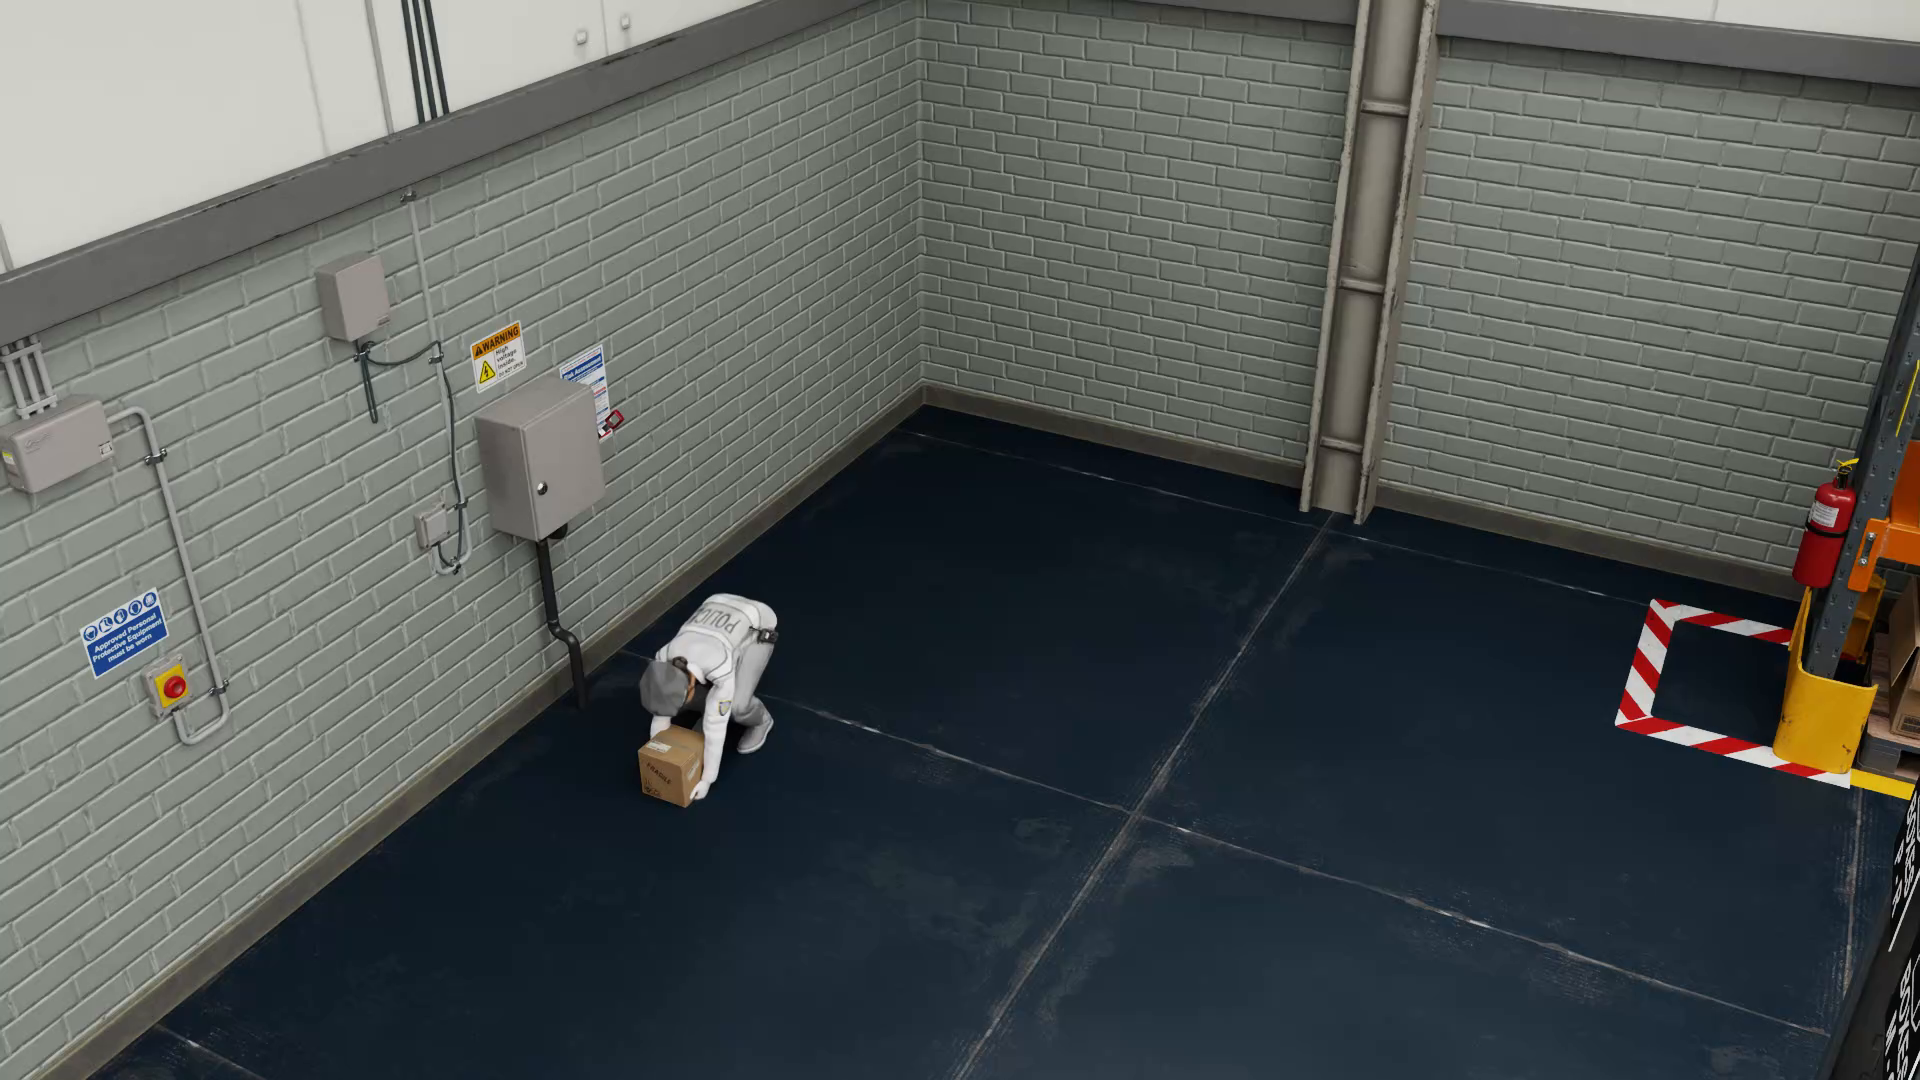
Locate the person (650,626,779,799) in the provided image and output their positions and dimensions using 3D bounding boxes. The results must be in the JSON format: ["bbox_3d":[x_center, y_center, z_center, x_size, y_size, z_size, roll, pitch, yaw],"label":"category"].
[{"bbox_3d":[-1.182,0.731,7.997,0.411,0.722,0.850,14,33,22],"label":"person"}]
